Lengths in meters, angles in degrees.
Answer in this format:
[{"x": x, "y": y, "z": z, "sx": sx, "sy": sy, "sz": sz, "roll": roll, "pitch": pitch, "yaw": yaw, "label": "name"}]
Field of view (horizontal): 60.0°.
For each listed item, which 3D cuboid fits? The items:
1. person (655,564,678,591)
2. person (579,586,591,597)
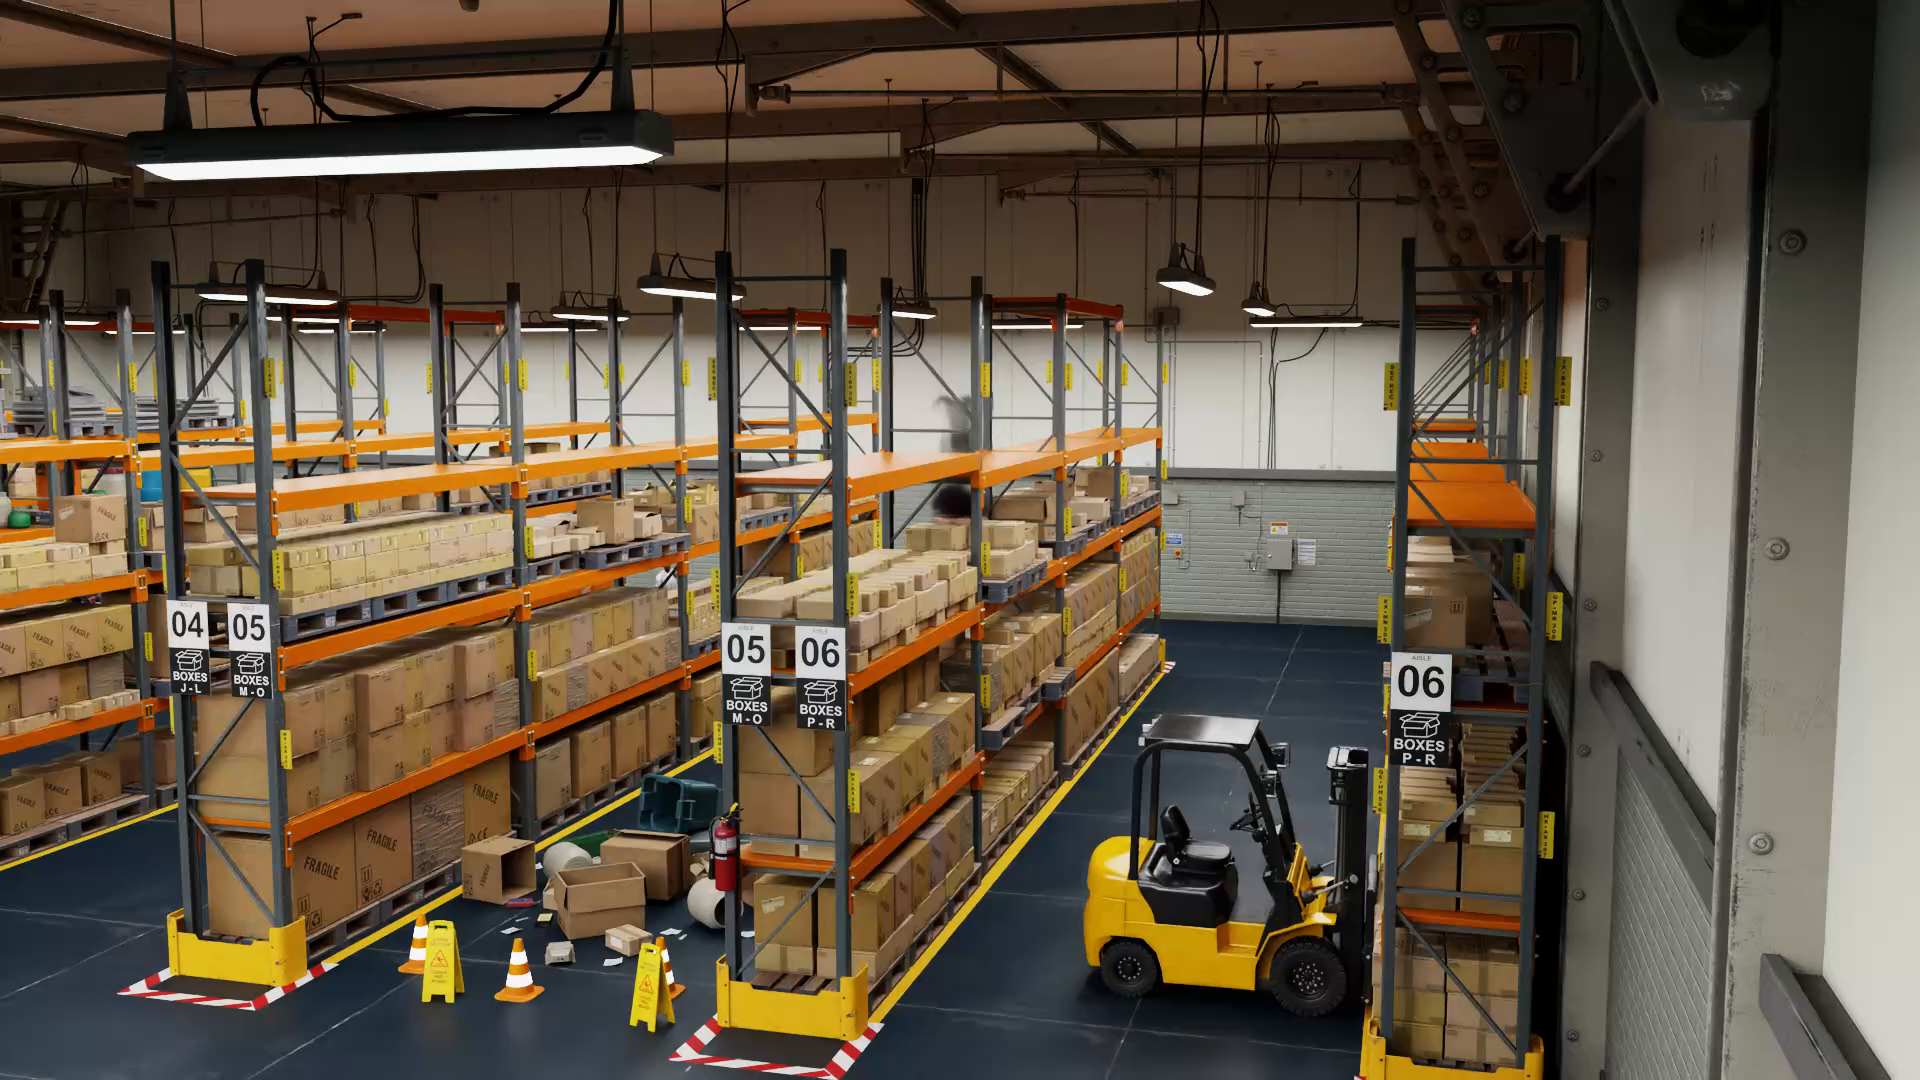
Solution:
[{"x": -5.300, "y": 1.109, "z": 30.685, "sx": 0.627, "sy": 1.623, "sz": 0.485, "roll": -2, "pitch": 6, "yaw": -17, "label": "person"}, {"x": -5.979, "y": 1.520, "z": 26.589, "sx": 0.669, "sy": 1.684, "sz": 0.760, "roll": 1, "pitch": 6, "yaw": 10, "label": "person"}]
